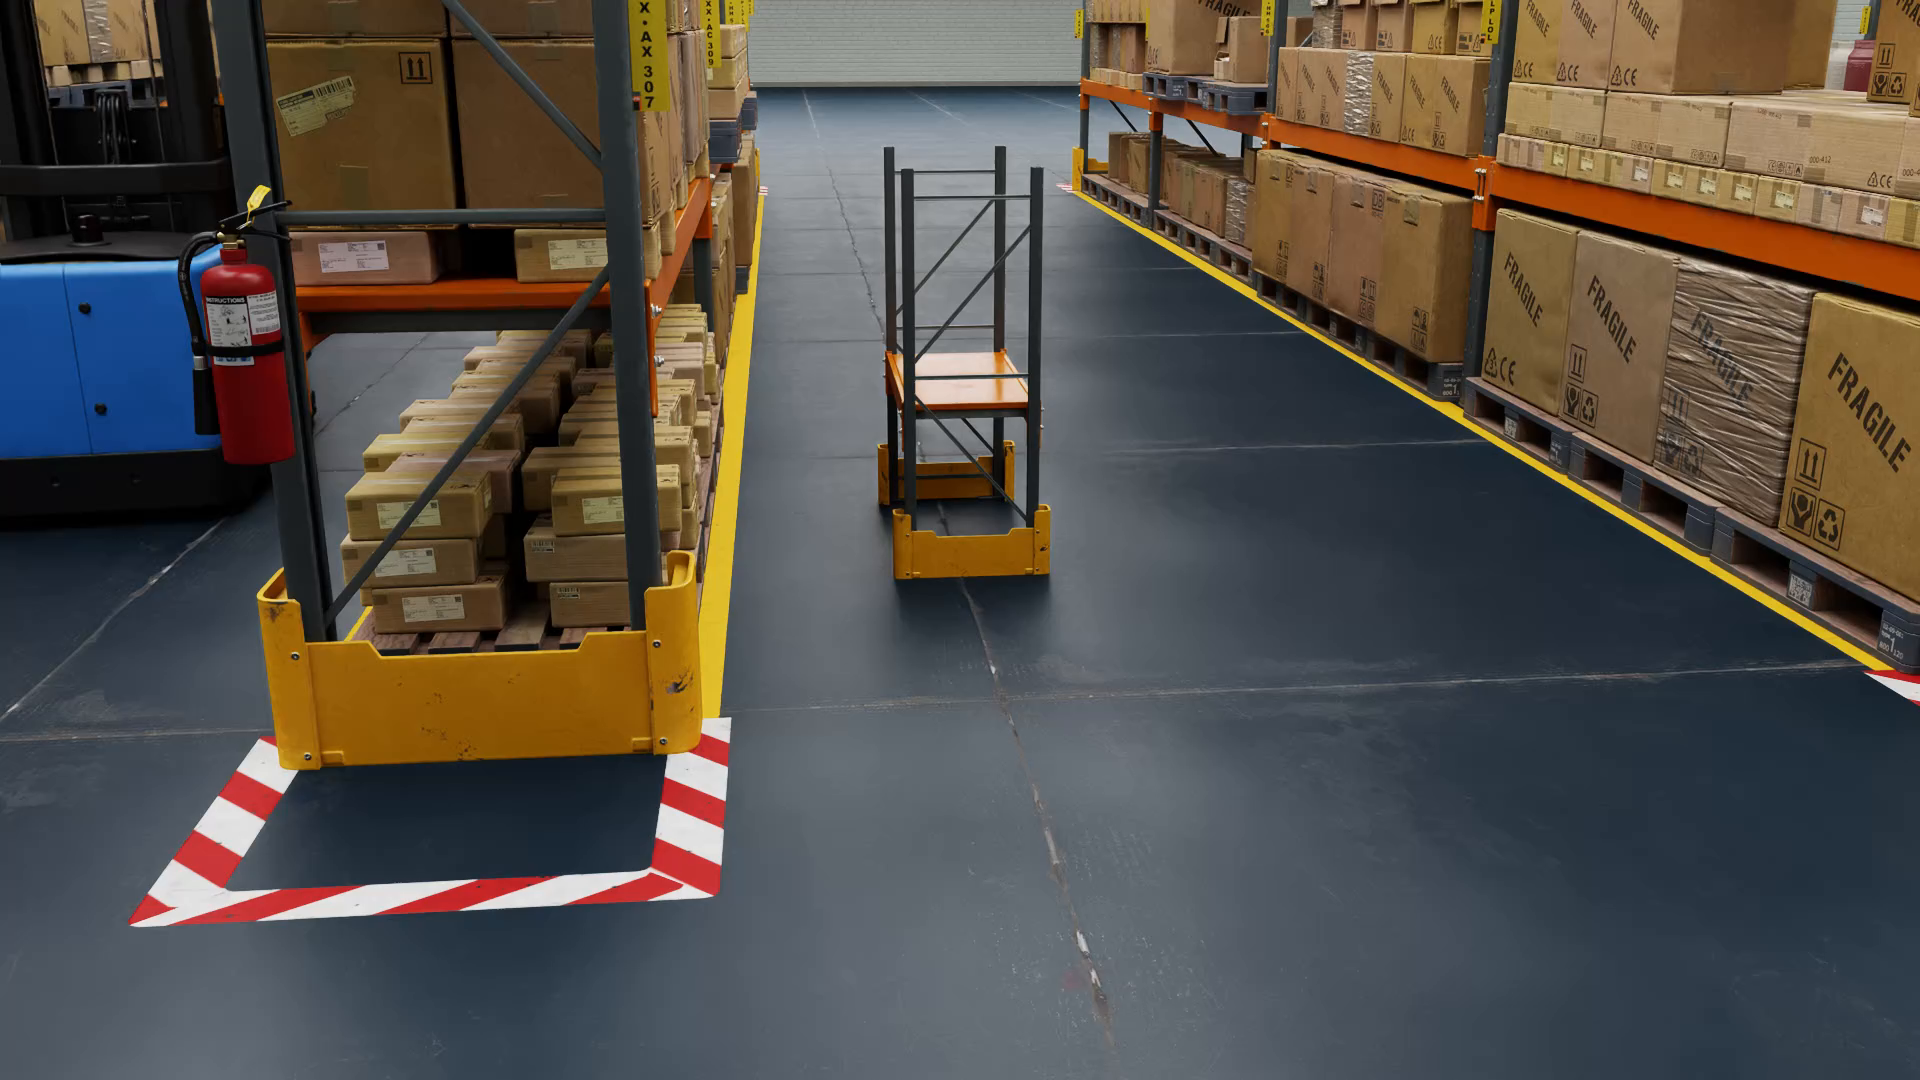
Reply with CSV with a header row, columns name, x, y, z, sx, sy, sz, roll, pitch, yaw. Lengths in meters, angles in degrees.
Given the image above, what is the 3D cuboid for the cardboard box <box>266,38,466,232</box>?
name,x,y,z,sx,sy,sz,roll,pitch,yaw
cardboard box,-1.641,-1.149,4.667,0.500,0.500,0.500,-1,17,-5

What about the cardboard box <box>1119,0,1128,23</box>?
name,x,y,z,sx,sy,sz,roll,pitch,yaw
cardboard box,1.944,-5.622,17.245,0.500,0.500,0.500,-2,18,-6

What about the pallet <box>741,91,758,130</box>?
name,x,y,z,sx,sy,sz,roll,pitch,yaw
pallet,-1.984,-2.917,11.280,1.213,0.211,1.003,-2,18,-6

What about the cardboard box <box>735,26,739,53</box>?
name,x,y,z,sx,sy,sz,roll,pitch,yaw
cardboard box,-1.416,-2.755,9.171,0.380,0.149,0.250,-2,18,-6

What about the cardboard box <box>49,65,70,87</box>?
name,x,y,z,sx,sy,sz,roll,pitch,yaw
cardboard box,-6.911,-3.468,12.435,0.380,0.149,0.250,-2,18,-5

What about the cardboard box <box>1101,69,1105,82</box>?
name,x,y,z,sx,sy,sz,roll,pitch,yaw
cardboard box,1.812,-5.288,18.932,0.380,0.149,0.250,-2,18,-6

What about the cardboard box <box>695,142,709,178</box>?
name,x,y,z,sx,sy,sz,roll,pitch,yaw
cardboard box,-1.354,-1.755,7.677,0.380,0.149,0.250,-2,18,-7

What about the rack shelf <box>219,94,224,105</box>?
name,x,y,z,sx,sy,sz,roll,pitch,yaw
rack shelf,-7.695,-4.479,17.136,1.077,0.370,4.000,-2,18,-6

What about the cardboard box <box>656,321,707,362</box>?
name,x,y,z,sx,sy,sz,roll,pitch,yaw
cardboard box,-1.357,-0.903,7.610,0.380,0.149,0.250,-2,18,-6

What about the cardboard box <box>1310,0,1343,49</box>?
name,x,y,z,sx,sy,sz,roll,pitch,yaw
cardboard box,2.840,-3.648,11.449,0.797,0.503,0.637,-1,17,-4

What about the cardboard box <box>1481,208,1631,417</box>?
name,x,y,z,sx,sy,sz,roll,pitch,yaw
cardboard box,3.182,-1.136,8.135,0.875,0.875,0.875,-2,18,-6

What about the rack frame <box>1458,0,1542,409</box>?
name,x,y,z,sx,sy,sz,roll,pitch,yaw
rack frame,3.193,-2.149,8.514,1.000,3.000,0.127,-2,18,-6

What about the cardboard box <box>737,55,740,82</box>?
name,x,y,z,sx,sy,sz,roll,pitch,yaw
cardboard box,-1.417,-2.611,9.208,0.380,0.149,0.250,-3,18,-8

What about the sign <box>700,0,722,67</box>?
name,x,y,z,sx,sy,sz,roll,pitch,yaw
sign,-1.212,-2.458,8.052,0.100,0.325,0.005,-2,18,-6

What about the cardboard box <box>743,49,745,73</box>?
name,x,y,z,sx,sy,sz,roll,pitch,yaw
cardboard box,-1.575,-3.074,10.684,0.380,0.149,0.250,-2,18,-6

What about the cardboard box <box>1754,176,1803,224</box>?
name,x,y,z,sx,sy,sz,roll,pitch,yaw
cardboard box,3.135,-1.237,6.030,0.380,0.149,0.250,-2,18,-7

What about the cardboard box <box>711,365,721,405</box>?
name,x,y,z,sx,sy,sz,roll,pitch,yaw
cardboard box,-1.372,-0.760,8.147,0.380,0.149,0.250,-2,17,-5

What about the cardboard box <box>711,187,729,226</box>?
name,x,y,z,sx,sy,sz,roll,pitch,yaw
cardboard box,-1.732,-2.085,10.531,0.500,0.250,0.500,-1,17,-4

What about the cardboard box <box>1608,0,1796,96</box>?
name,x,y,z,sx,sy,sz,roll,pitch,yaw
cardboard box,3.090,-2.124,6.938,0.500,0.500,0.500,-2,18,-7

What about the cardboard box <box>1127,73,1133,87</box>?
name,x,y,z,sx,sy,sz,roll,pitch,yaw
cardboard box,1.974,-4.841,17.509,0.380,0.149,0.250,-2,18,-6

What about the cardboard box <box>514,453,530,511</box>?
name,x,y,z,sx,sy,sz,roll,pitch,yaw
cardboard box,-1.657,-0.202,5.876,0.380,0.149,0.250,-2,18,-6

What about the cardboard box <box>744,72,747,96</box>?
name,x,y,z,sx,sy,sz,roll,pitch,yaw
cardboard box,-1.605,-3.014,10.989,0.380,0.149,0.250,-1,17,-5

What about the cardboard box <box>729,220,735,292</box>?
name,x,y,z,sx,sy,sz,roll,pitch,yaw
cardboard box,-1.786,-1.882,11.137,0.500,0.500,0.500,-1,17,-3

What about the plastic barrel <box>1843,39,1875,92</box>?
name,x,y,z,sx,sy,sz,roll,pitch,yaw
plastic barrel,7.358,-3.687,13.187,0.600,0.536,0.708,-2,18,-6

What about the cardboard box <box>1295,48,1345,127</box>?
name,x,y,z,sx,sy,sz,roll,pitch,yaw
cardboard box,2.615,-3.081,11.317,0.500,0.500,0.500,-2,18,-7

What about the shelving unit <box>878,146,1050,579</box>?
name,x,y,z,sx,sy,sz,roll,pitch,yaw
shelving unit,-0.008,-0.738,6.525,0.587,1.500,1.083,-2,18,-6

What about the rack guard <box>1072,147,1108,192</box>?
name,x,y,z,sx,sy,sz,roll,pitch,yaw
rack guard,1.963,-4.509,20.204,1.175,0.500,0.348,-2,18,-6

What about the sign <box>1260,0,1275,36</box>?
name,x,y,z,sx,sy,sz,roll,pitch,yaw
sign,2.242,-3.836,12.086,0.100,0.325,0.005,-2,18,-6

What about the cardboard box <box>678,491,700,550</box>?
name,x,y,z,sx,sy,sz,roll,pitch,yaw
cardboard box,-1.132,-0.069,5.947,0.380,0.149,0.250,-2,17,-5

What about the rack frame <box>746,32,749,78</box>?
name,x,y,z,sx,sy,sz,roll,pitch,yaw
rack frame,-2.989,-5.601,19.509,1.000,3.000,0.127,-2,18,-6

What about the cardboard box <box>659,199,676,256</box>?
name,x,y,z,sx,sy,sz,roll,pitch,yaw
cardboard box,-1.088,-0.977,5.201,0.380,0.149,0.250,-2,18,-7

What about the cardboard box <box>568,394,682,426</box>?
name,x,y,z,sx,sy,sz,roll,pitch,yaw
cardboard box,-1.228,-0.436,6.124,0.380,0.149,0.250,-1,17,-3

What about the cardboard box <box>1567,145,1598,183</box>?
name,x,y,z,sx,sy,sz,roll,pitch,yaw
cardboard box,2.976,-1.695,7.489,0.380,0.149,0.250,-2,18,-7

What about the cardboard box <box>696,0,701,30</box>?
name,x,y,z,sx,sy,sz,roll,pitch,yaw
cardboard box,-1.433,-2.561,7.493,0.500,0.500,0.500,-2,18,-8

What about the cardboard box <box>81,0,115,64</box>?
name,x,y,z,sx,sy,sz,roll,pitch,yaw
cardboard box,-7.059,-4.028,13.134,0.500,0.500,0.500,-2,18,-8

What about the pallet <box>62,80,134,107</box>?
name,x,y,z,sx,sy,sz,roll,pitch,yaw
pallet,-7.322,-3.531,13.238,1.003,0.211,1.213,-2,18,-6

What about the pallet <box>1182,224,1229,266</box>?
name,x,y,z,sx,sy,sz,roll,pitch,yaw
pallet,2.579,-2.606,14.624,1.003,0.211,1.213,-2,18,-6

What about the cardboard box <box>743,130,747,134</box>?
name,x,y,z,sx,sy,sz,roll,pitch,yaw
cardboard box,-2.571,-3.785,16.572,0.875,0.875,0.875,-2,17,-5

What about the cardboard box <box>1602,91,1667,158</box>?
name,x,y,z,sx,sy,sz,roll,pitch,yaw
cardboard box,3.086,-1.769,7.056,0.500,0.250,0.500,-1,17,-4

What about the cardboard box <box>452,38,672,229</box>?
name,x,y,z,sx,sy,sz,roll,pitch,yaw
cardboard box,-1.110,-1.166,4.719,0.500,0.500,0.500,-1,17,-3

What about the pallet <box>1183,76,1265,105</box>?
name,x,y,z,sx,sy,sz,roll,pitch,yaw
pallet,2.536,-3.837,14.213,1.003,0.211,1.213,-2,18,-6

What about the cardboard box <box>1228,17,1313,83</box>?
name,x,y,z,sx,sy,sz,roll,pitch,yaw
cardboard box,2.528,-3.911,13.260,0.700,0.500,0.500,1,17,3

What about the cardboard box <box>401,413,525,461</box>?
name,x,y,z,sx,sy,sz,roll,pitch,yaw
cardboard box,-1.730,-0.337,5.807,0.380,0.149,0.250,-2,18,-8

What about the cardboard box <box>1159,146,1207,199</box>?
name,x,y,z,sx,sy,sz,roll,pitch,yaw
cardboard box,2.300,-3.831,17.343,0.500,0.500,0.500,4,18,12

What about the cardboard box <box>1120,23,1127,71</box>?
name,x,y,z,sx,sy,sz,roll,pitch,yaw
cardboard box,2.204,-5.304,17.900,0.875,0.500,0.500,-2,18,-6

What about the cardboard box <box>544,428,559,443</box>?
name,x,y,z,sx,sy,sz,roll,pitch,yaw
cardboard box,-1.859,-0.362,6.881,0.380,0.149,0.250,-2,18,-7

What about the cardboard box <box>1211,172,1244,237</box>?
name,x,y,z,sx,sy,sz,roll,pitch,yaw
cardboard box,2.556,-2.890,14.314,0.700,0.500,0.500,0,17,-1

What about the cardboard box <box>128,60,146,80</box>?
name,x,y,z,sx,sy,sz,roll,pitch,yaw
cardboard box,-7.060,-3.931,13.909,0.380,0.149,0.250,-2,18,-5

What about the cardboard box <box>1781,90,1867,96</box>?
name,x,y,z,sx,sy,sz,roll,pitch,yaw
cardboard box,3.608,-1.790,7.123,0.500,0.250,0.500,-1,17,-5

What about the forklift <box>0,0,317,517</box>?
name,x,y,z,sx,sy,sz,roll,pitch,yaw
forklift,-3.823,-1.890,7.803,1.130,2.935,3.031,-4,18,-11

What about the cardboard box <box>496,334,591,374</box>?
name,x,y,z,sx,sy,sz,roll,pitch,yaw
cardboard box,-1.827,-0.806,7.302,0.380,0.149,0.250,-2,18,-7

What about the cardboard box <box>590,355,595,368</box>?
name,x,y,z,sx,sy,sz,roll,pitch,yaw
cardboard box,-1.855,-0.746,7.607,0.380,0.149,0.250,-2,18,-6

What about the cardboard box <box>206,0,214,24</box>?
name,x,y,z,sx,sy,sz,roll,pitch,yaw
cardboard box,-7.319,-5.031,15.360,0.700,0.500,0.500,-2,18,-6

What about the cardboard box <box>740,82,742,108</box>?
name,x,y,z,sx,sy,sz,roll,pitch,yaw
cardboard box,-1.442,-2.545,9.495,0.380,0.149,0.250,-3,18,-8

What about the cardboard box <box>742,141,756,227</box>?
name,x,y,z,sx,sy,sz,roll,pitch,yaw
cardboard box,-2.327,-3.066,14.491,1.050,0.750,0.750,-2,18,-6
